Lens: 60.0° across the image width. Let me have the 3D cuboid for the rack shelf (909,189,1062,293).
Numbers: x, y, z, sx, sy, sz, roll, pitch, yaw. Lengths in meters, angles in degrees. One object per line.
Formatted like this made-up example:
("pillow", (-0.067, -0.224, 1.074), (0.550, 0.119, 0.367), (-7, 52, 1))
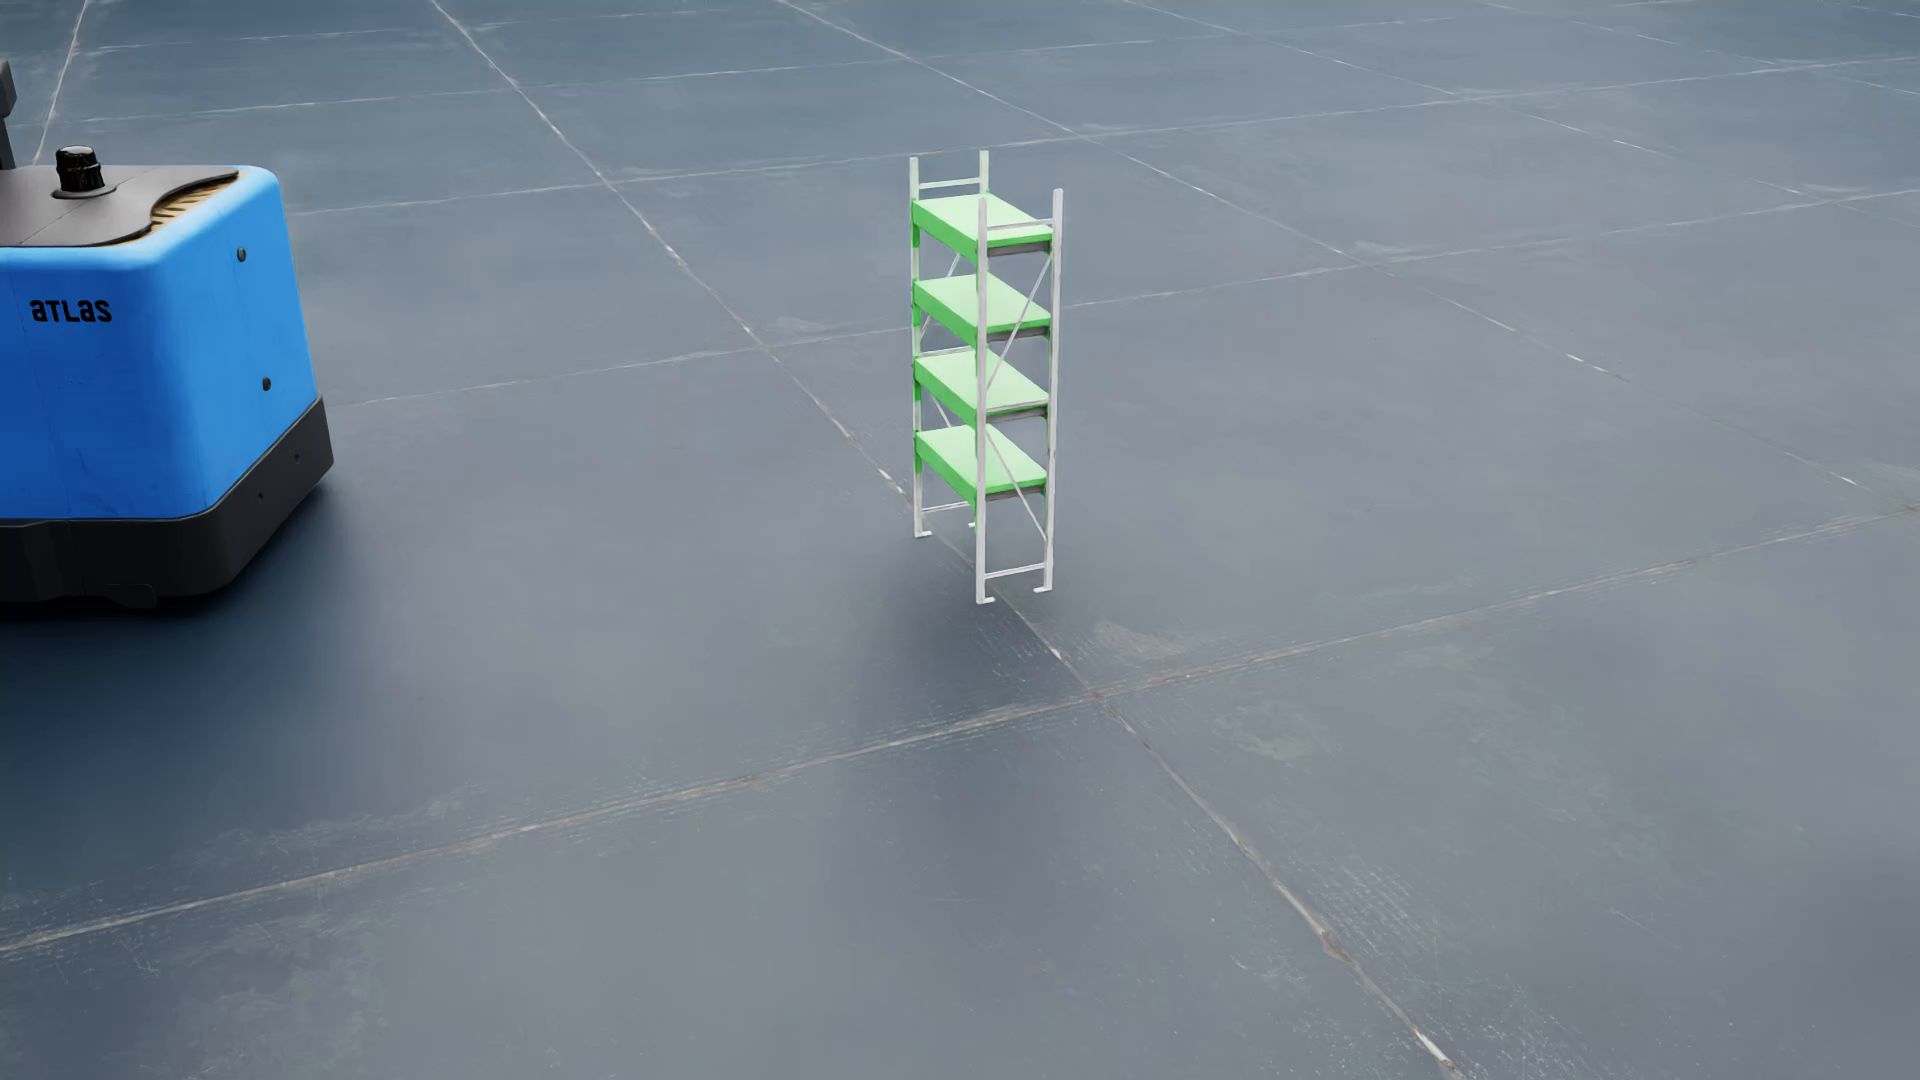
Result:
("rack shelf", (0.065, -0.846, 4.667), (0.258, 0.148, 0.480), (-11, 28, -21))

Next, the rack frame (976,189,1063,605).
("rack frame", (0.160, -0.374, 4.648), (0.240, 1.200, 0.015), (-11, 28, -21))

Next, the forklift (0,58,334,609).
("forklift", (-3.630, -1.323, 4.620), (3.031, 2.935, 1.130), (0, 26, 0))

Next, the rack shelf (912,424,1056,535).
("rack shelf", (0.065, -0.199, 4.983), (0.258, 0.148, 0.480), (-11, 28, -21))

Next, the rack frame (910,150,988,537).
("rack frame", (-0.031, -0.571, 5.052), (0.240, 1.200, 0.015), (-11, 28, -21))

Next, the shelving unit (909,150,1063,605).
("shelving unit", (0.065, -0.472, 4.850), (0.258, 1.200, 0.503), (-11, 28, -21))

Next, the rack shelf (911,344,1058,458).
("rack shelf", (0.065, -0.415, 4.878), (0.258, 0.148, 0.480), (-11, 28, -21))

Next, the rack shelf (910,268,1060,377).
("rack shelf", (0.065, -0.631, 4.773), (0.258, 0.148, 0.480), (-11, 28, -21))
